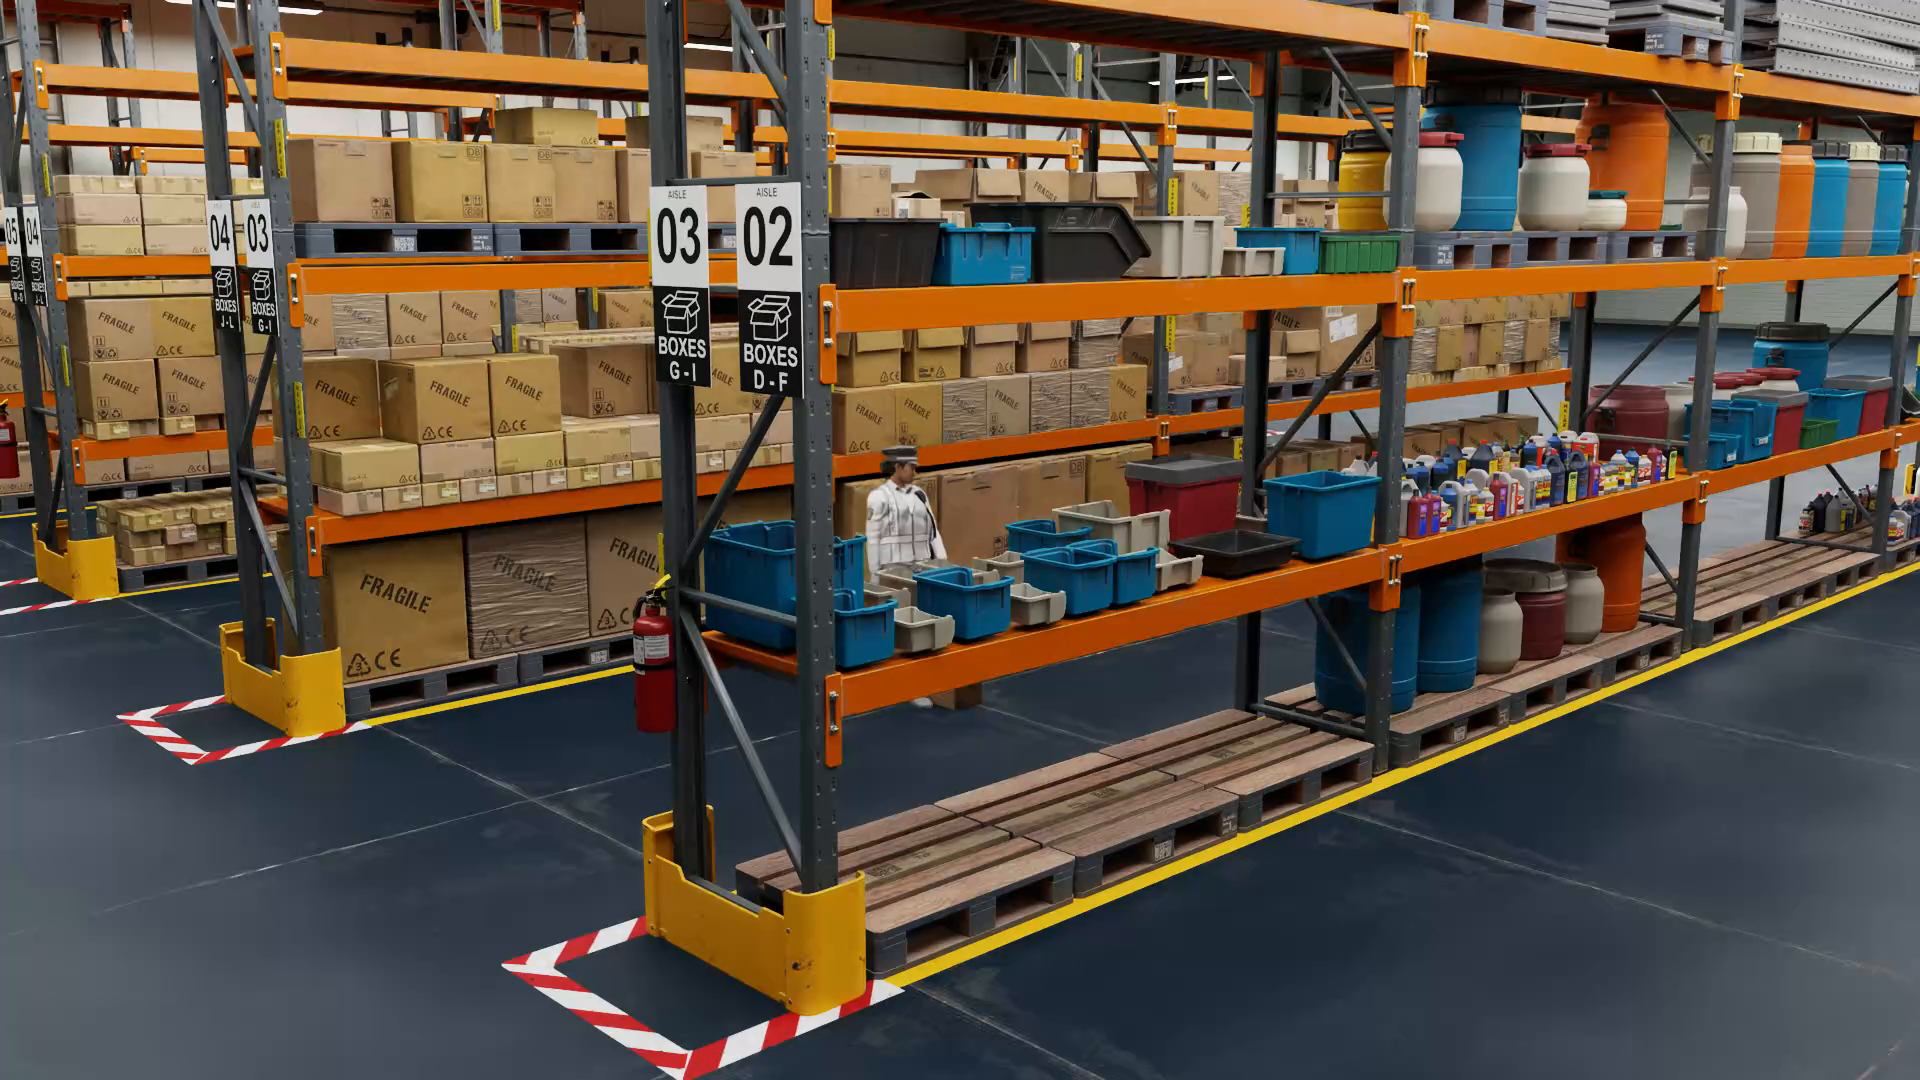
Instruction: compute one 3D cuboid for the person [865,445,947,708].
[{"bbox_3d":[-0.292,0.224,10.901,0.515,1.652,0.755,-7,12,-31],"label":"person"}]
